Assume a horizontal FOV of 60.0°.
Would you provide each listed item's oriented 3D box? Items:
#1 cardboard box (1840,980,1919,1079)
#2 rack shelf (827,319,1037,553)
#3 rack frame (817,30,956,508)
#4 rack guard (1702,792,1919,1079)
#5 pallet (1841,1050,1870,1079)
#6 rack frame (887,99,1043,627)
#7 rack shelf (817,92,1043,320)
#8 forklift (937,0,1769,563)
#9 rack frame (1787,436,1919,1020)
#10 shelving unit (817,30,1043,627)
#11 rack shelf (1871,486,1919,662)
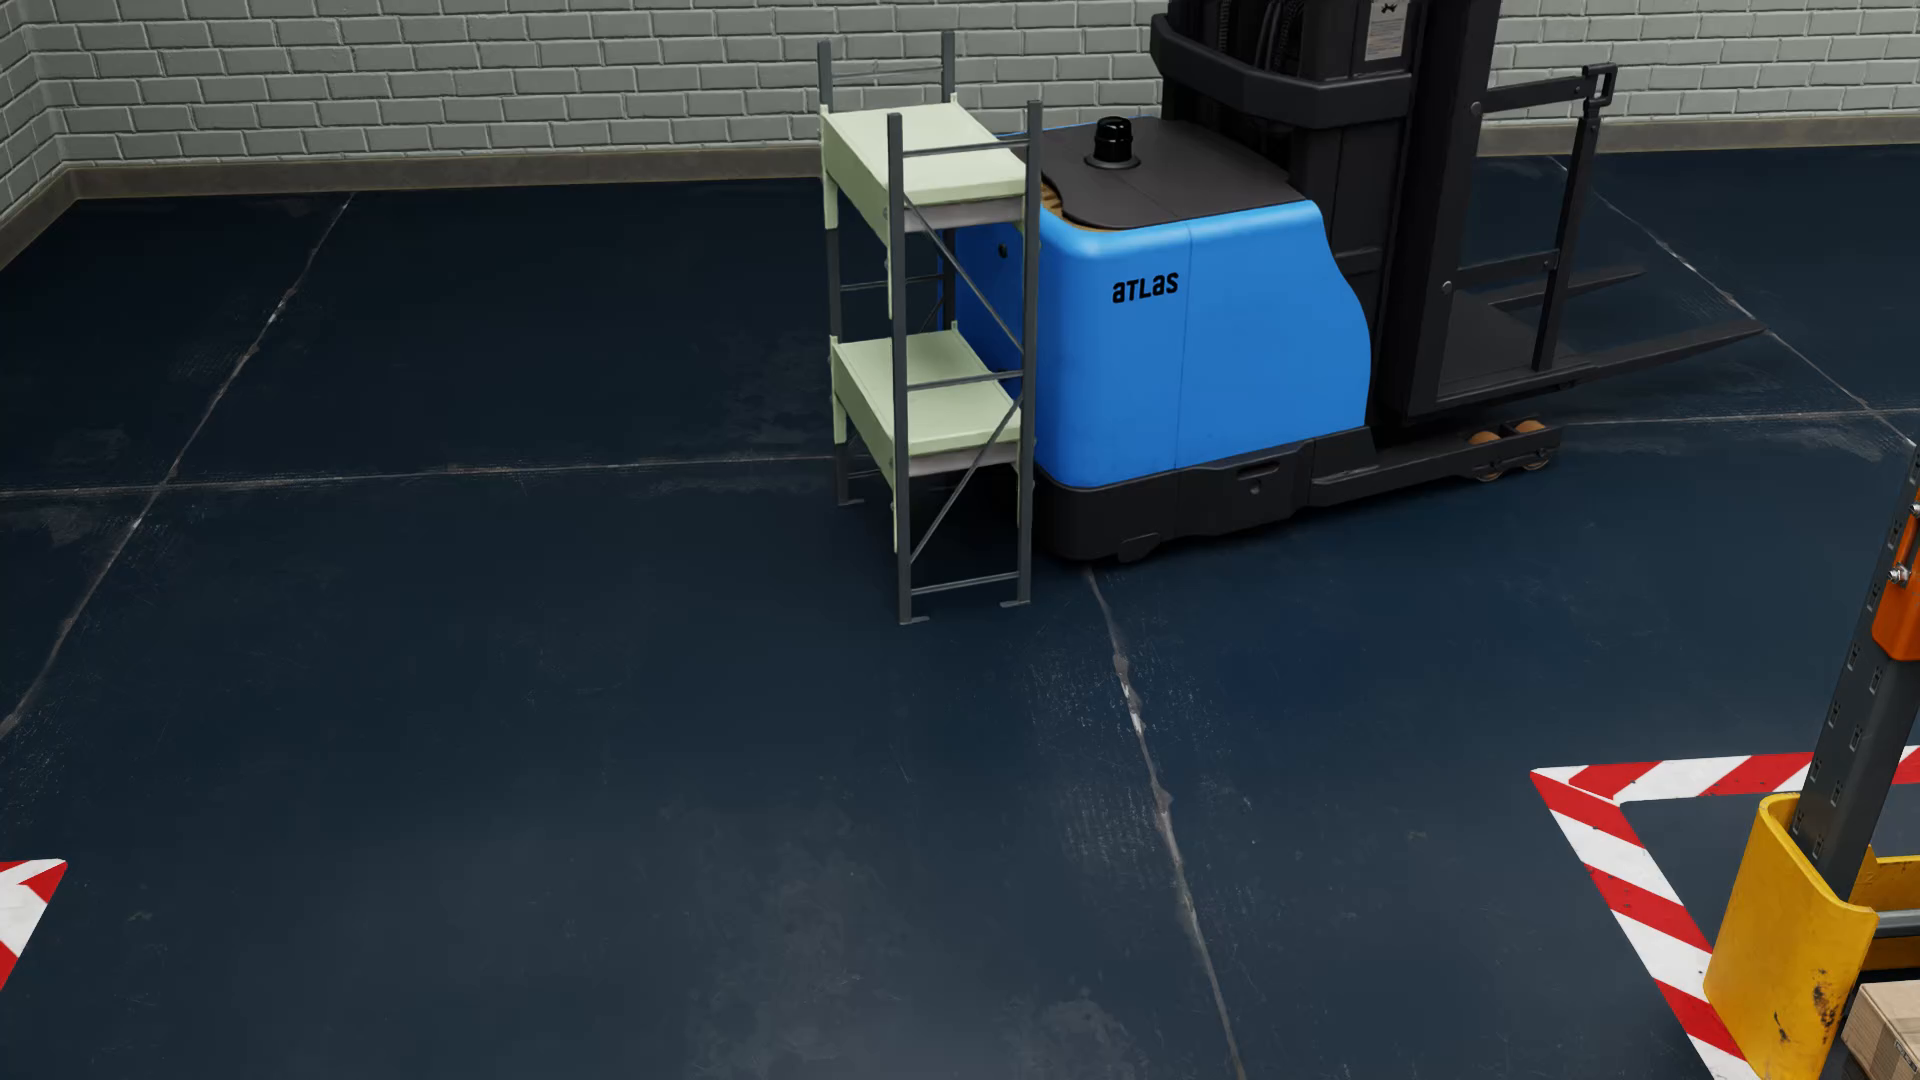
[{"bbox_3d":[1.896,0.951,3.083,0.380,0.149,0.250,-3,31,-5],"label":"cardboard box"},{"bbox_3d":[-0.097,-0.328,4.972,0.431,0.370,0.720,-9,32,-15],"label":"rack shelf"},{"bbox_3d":[-0.208,-0.786,5.104,0.400,1.500,0.023,-9,32,-15],"label":"rack frame"},{"bbox_3d":[2.206,0.798,3.426,1.175,0.500,0.348,-3,31,-5],"label":"rack guard"},{"bbox_3d":[2.282,1.329,2.819,1.003,0.211,1.213,-3,31,-5],"label":"pallet"},{"bbox_3d":[0.014,-0.429,4.505,0.400,1.500,0.023,-9,32,-15],"label":"rack frame"},{"bbox_3d":[-0.097,-0.942,4.604,0.431,0.370,0.720,-9,32,-15],"label":"rack shelf"},{"bbox_3d":[1.472,-1.686,5.214,3.031,2.935,1.130,-13,33,-21],"label":"forklift"},{"bbox_3d":[2.199,-0.314,2.850,1.000,3.000,0.127,-3,31,-5],"label":"rack frame"},{"bbox_3d":[-0.097,-0.607,4.804,0.431,1.500,0.755,-9,32,-15],"label":"shelving unit"},{"bbox_3d":[2.386,1.016,1.325,1.077,0.370,4.000,-3,31,-5],"label":"rack shelf"}]
